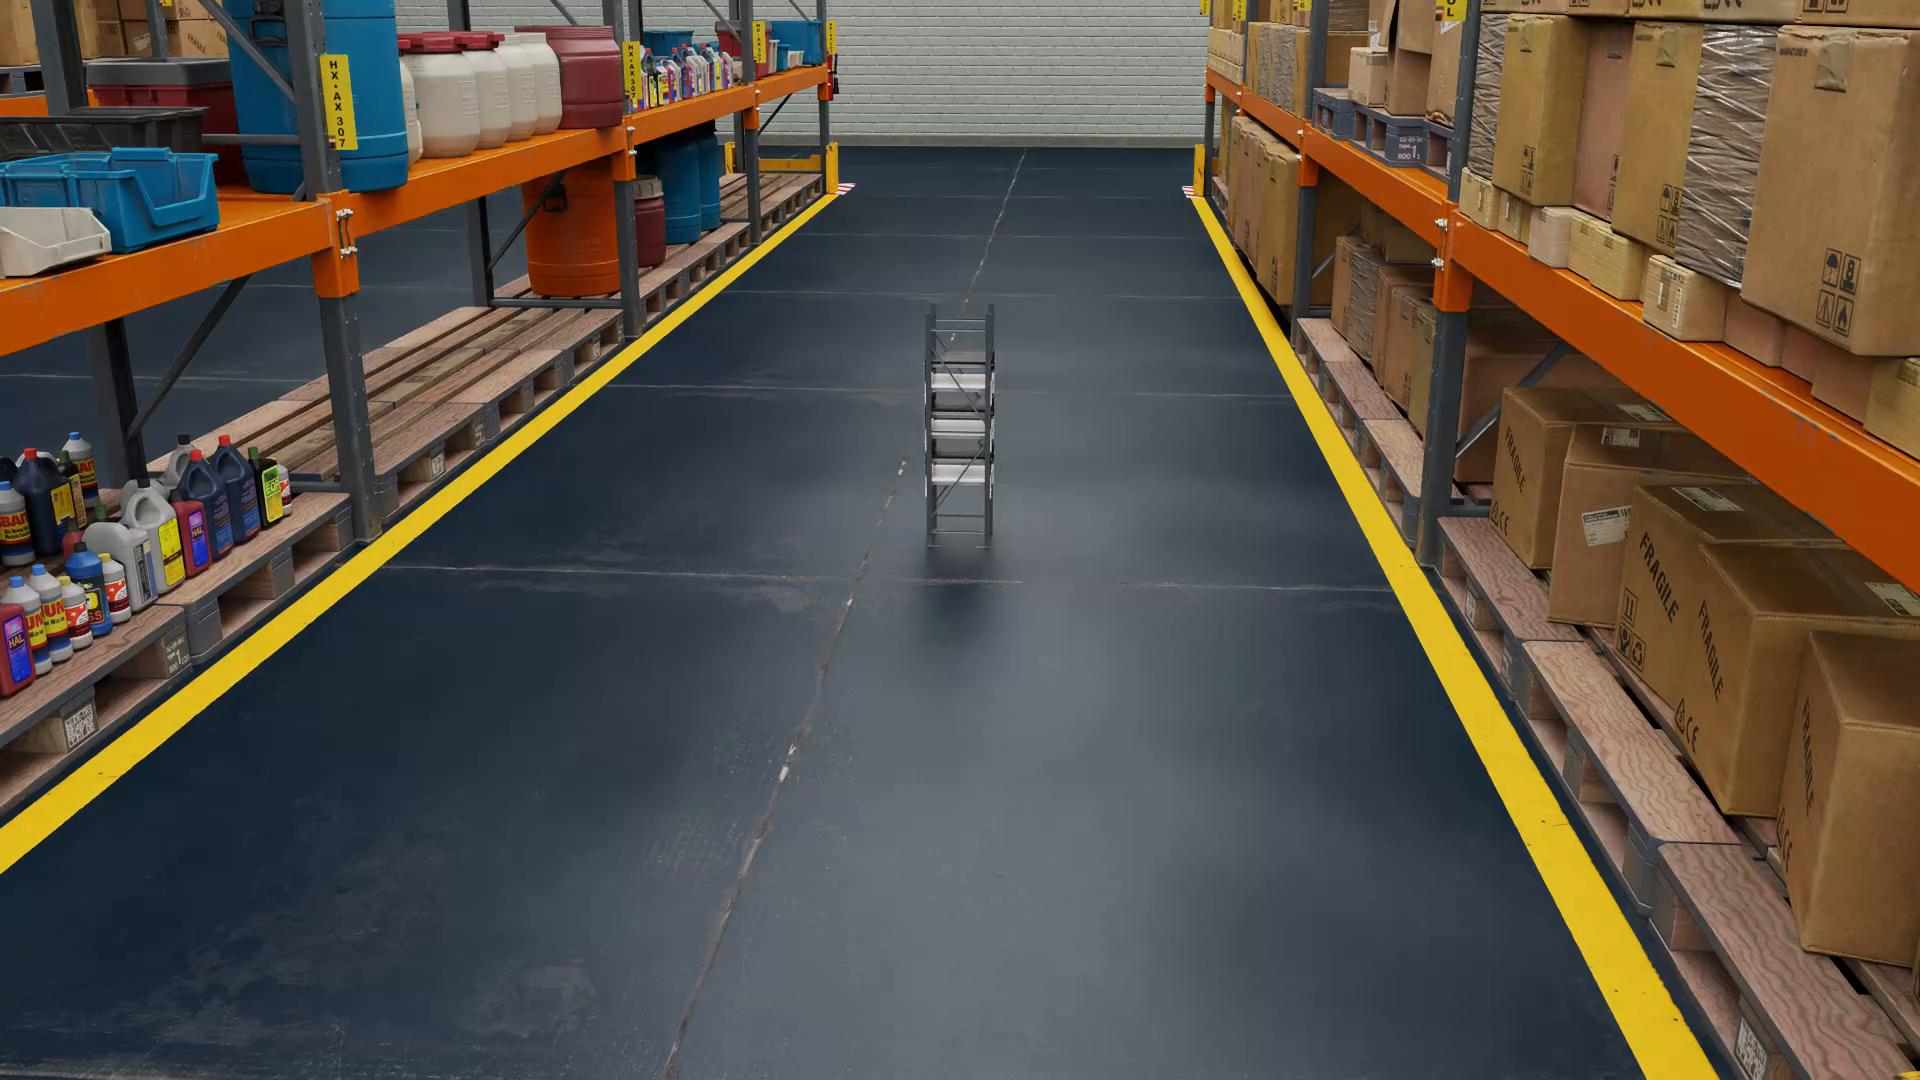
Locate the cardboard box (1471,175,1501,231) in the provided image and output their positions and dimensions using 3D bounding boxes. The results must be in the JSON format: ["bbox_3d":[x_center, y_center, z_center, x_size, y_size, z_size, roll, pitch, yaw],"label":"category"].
[{"bbox_3d":[1.844,-1.068,5.267,0.380,0.149,0.250,1,18,4],"label":"cardboard box"}]

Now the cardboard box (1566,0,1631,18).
[{"bbox_3d":[1.833,-1.544,4.073,0.500,0.500,0.500,1,18,4],"label":"cardboard box"}]

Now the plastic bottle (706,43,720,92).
[{"bbox_3d":[-1.916,-3.603,12.682,0.144,0.351,0.185,1,18,4],"label":"plastic bottle"}]

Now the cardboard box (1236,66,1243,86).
[{"bbox_3d":[2.458,-3.792,13.581,0.380,0.149,0.250,1,18,4],"label":"cardboard box"}]

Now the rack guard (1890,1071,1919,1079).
[{"bbox_3d":[1.909,1.082,2.317,1.175,0.500,0.348,1,18,4],"label":"rack guard"}]

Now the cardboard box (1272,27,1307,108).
[{"bbox_3d":[2.340,-3.089,10.872,0.500,0.500,0.500,1,18,2],"label":"cardboard box"}]

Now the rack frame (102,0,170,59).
[{"bbox_3d":[-7.117,-4.031,13.909,1.000,3.000,0.127,1,18,4],"label":"rack frame"}]

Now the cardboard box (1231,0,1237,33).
[{"bbox_3d":[2.570,-4.540,14.019,0.500,0.500,0.500,1,18,4],"label":"cardboard box"}]

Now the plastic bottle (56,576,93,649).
[{"bbox_3d":[-2.557,0.204,4.772,0.097,0.201,0.097,0,18,0],"label":"plastic bottle"}]

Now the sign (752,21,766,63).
[{"bbox_3d":[-1.628,-4.038,13.485,0.100,0.325,0.005,1,18,4],"label":"sign"}]

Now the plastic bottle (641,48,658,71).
[{"bbox_3d":[-2.157,-3.223,11.520,0.144,0.351,0.185,1,18,4],"label":"plastic bottle"}]

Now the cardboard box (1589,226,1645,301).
[{"bbox_3d":[1.780,-0.679,4.081,0.380,0.149,0.250,1,18,4],"label":"cardboard box"}]

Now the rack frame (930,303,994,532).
[{"bbox_3d":[0.008,-0.462,6.387,0.240,0.900,0.006,1,18,4],"label":"rack frame"}]

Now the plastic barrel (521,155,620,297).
[{"bbox_3d":[-2.446,-1.998,10.514,0.600,0.830,0.708,1,18,4],"label":"plastic barrel"}]

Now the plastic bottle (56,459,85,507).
[{"bbox_3d":[-3.218,-0.193,5.984,0.097,0.201,0.097,0,18,0],"label":"plastic bottle"}]

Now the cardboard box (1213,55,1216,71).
[{"bbox_3d":[2.643,-4.589,16.013,0.380,0.149,0.250,1,18,3],"label":"cardboard box"}]

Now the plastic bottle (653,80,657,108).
[{"bbox_3d":[-2.032,-2.931,10.868,0.097,0.201,0.097,0,18,0],"label":"plastic bottle"}]

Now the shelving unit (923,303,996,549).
[{"bbox_3d":[0.001,-0.430,6.291,0.258,0.900,0.210,1,18,4],"label":"shelving unit"}]

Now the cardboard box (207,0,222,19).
[{"bbox_3d":[-6.766,-4.854,14.654,0.500,0.500,0.500,1,18,2],"label":"cardboard box"}]

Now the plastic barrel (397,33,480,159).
[{"bbox_3d":[-2.410,-2.020,7.551,0.433,0.535,0.433,0,18,0],"label":"plastic barrel"}]

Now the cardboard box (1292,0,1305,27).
[{"bbox_3d":[2.636,-3.728,11.213,0.797,0.503,0.637,2,18,6],"label":"cardboard box"}]

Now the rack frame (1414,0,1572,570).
[{"bbox_3d":[2.190,-1.324,5.647,1.000,3.000,0.127,1,18,4],"label":"rack frame"}]

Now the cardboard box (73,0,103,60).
[{"bbox_3d":[-7.374,-4.136,13.394,0.700,0.500,0.500,-5,19,-15],"label":"cardboard box"}]

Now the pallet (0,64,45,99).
[{"bbox_3d":[-7.269,-3.302,11.991,1.003,0.211,1.213,1,18,4],"label":"pallet"}]

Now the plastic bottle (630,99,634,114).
[{"bbox_3d":[-2.075,-2.779,10.292,0.097,0.271,0.097,0,18,0],"label":"plastic bottle"}]

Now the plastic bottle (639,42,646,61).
[{"bbox_3d":[-2.528,-3.781,13.225,0.144,0.351,0.185,1,18,4],"label":"plastic bottle"}]

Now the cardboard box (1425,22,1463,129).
[{"bbox_3d":[2.386,-2.053,6.232,1.000,1.000,1.000,1,18,4],"label":"cardboard box"}]

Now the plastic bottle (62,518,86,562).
[{"bbox_3d":[-2.668,0.061,5.074,0.061,0.283,0.133,1,18,4],"label":"plastic bottle"}]

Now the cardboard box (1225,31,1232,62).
[{"bbox_3d":[2.604,-4.341,14.618,0.500,0.250,0.500,2,18,5],"label":"cardboard box"}]

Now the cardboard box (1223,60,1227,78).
[{"bbox_3d":[2.550,-4.191,14.799,0.380,0.149,0.250,1,18,3],"label":"cardboard box"}]

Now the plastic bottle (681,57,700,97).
[{"bbox_3d":[-1.971,-3.347,12.020,0.152,0.276,0.135,1,18,4],"label":"plastic bottle"}]

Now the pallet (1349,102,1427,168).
[{"bbox_3d":[2.376,-1.860,7.590,1.003,0.211,1.213,1,18,4],"label":"pallet"}]

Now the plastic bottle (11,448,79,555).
[{"bbox_3d":[-3.078,-0.141,5.582,0.144,0.351,0.185,1,18,4],"label":"plastic bottle"}]

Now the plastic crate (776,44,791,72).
[{"bbox_3d":[-1.782,-4.467,15.412,0.416,0.233,0.300,1,18,4],"label":"plastic crate"}]

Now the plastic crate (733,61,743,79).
[{"bbox_3d":[-2.001,-3.964,14.031,0.396,0.136,0.243,1,18,4],"label":"plastic crate"}]

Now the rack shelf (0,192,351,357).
[{"bbox_3d":[-2.894,-0.472,4.201,1.077,0.370,4.000,1,18,4],"label":"rack shelf"}]

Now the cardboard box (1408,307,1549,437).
[{"bbox_3d":[2.308,-0.683,6.999,0.700,0.500,0.500,1,18,4],"label":"cardboard box"}]

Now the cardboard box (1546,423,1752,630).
[{"bbox_3d":[2.088,-0.035,5.051,0.500,0.500,0.500,7,20,21],"label":"cardboard box"}]

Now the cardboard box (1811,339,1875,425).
[{"bbox_3d":[1.736,-0.289,2.893,0.380,0.149,0.250,1,18,4],"label":"cardboard box"}]

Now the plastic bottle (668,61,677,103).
[{"bbox_3d":[-1.992,-3.137,11.387,0.097,0.271,0.097,0,18,0],"label":"plastic bottle"}]

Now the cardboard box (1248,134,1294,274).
[{"bbox_3d":[2.618,-2.247,11.201,1.225,0.875,0.875,1,18,4],"label":"cardboard box"}]

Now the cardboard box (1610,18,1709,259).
[{"bbox_3d":[2.013,-0.908,3.740,0.875,0.500,0.500,1,18,4],"label":"cardboard box"}]

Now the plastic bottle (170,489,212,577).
[{"bbox_3d":[-2.493,-0.036,5.370,0.061,0.283,0.133,3,18,8],"label":"plastic bottle"}]

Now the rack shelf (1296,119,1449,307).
[{"bbox_3d":[2.333,-1.604,7.655,1.077,0.370,4.000,1,18,4],"label":"rack shelf"}]

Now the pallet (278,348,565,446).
[{"bbox_3d":[-2.648,-0.734,8.326,1.003,0.211,1.213,1,18,4],"label":"pallet"}]

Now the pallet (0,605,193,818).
[{"bbox_3d":[-2.925,0.478,4.626,1.003,0.211,1.213,1,18,4],"label":"pallet"}]

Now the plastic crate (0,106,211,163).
[{"bbox_3d":[-2.915,-1.246,5.507,0.767,0.338,0.504,1,18,4],"label":"plastic crate"}]

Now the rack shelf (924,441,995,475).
[{"bbox_3d":[0.001,-0.313,6.329,0.258,0.077,0.200,1,18,4],"label":"rack shelf"}]
